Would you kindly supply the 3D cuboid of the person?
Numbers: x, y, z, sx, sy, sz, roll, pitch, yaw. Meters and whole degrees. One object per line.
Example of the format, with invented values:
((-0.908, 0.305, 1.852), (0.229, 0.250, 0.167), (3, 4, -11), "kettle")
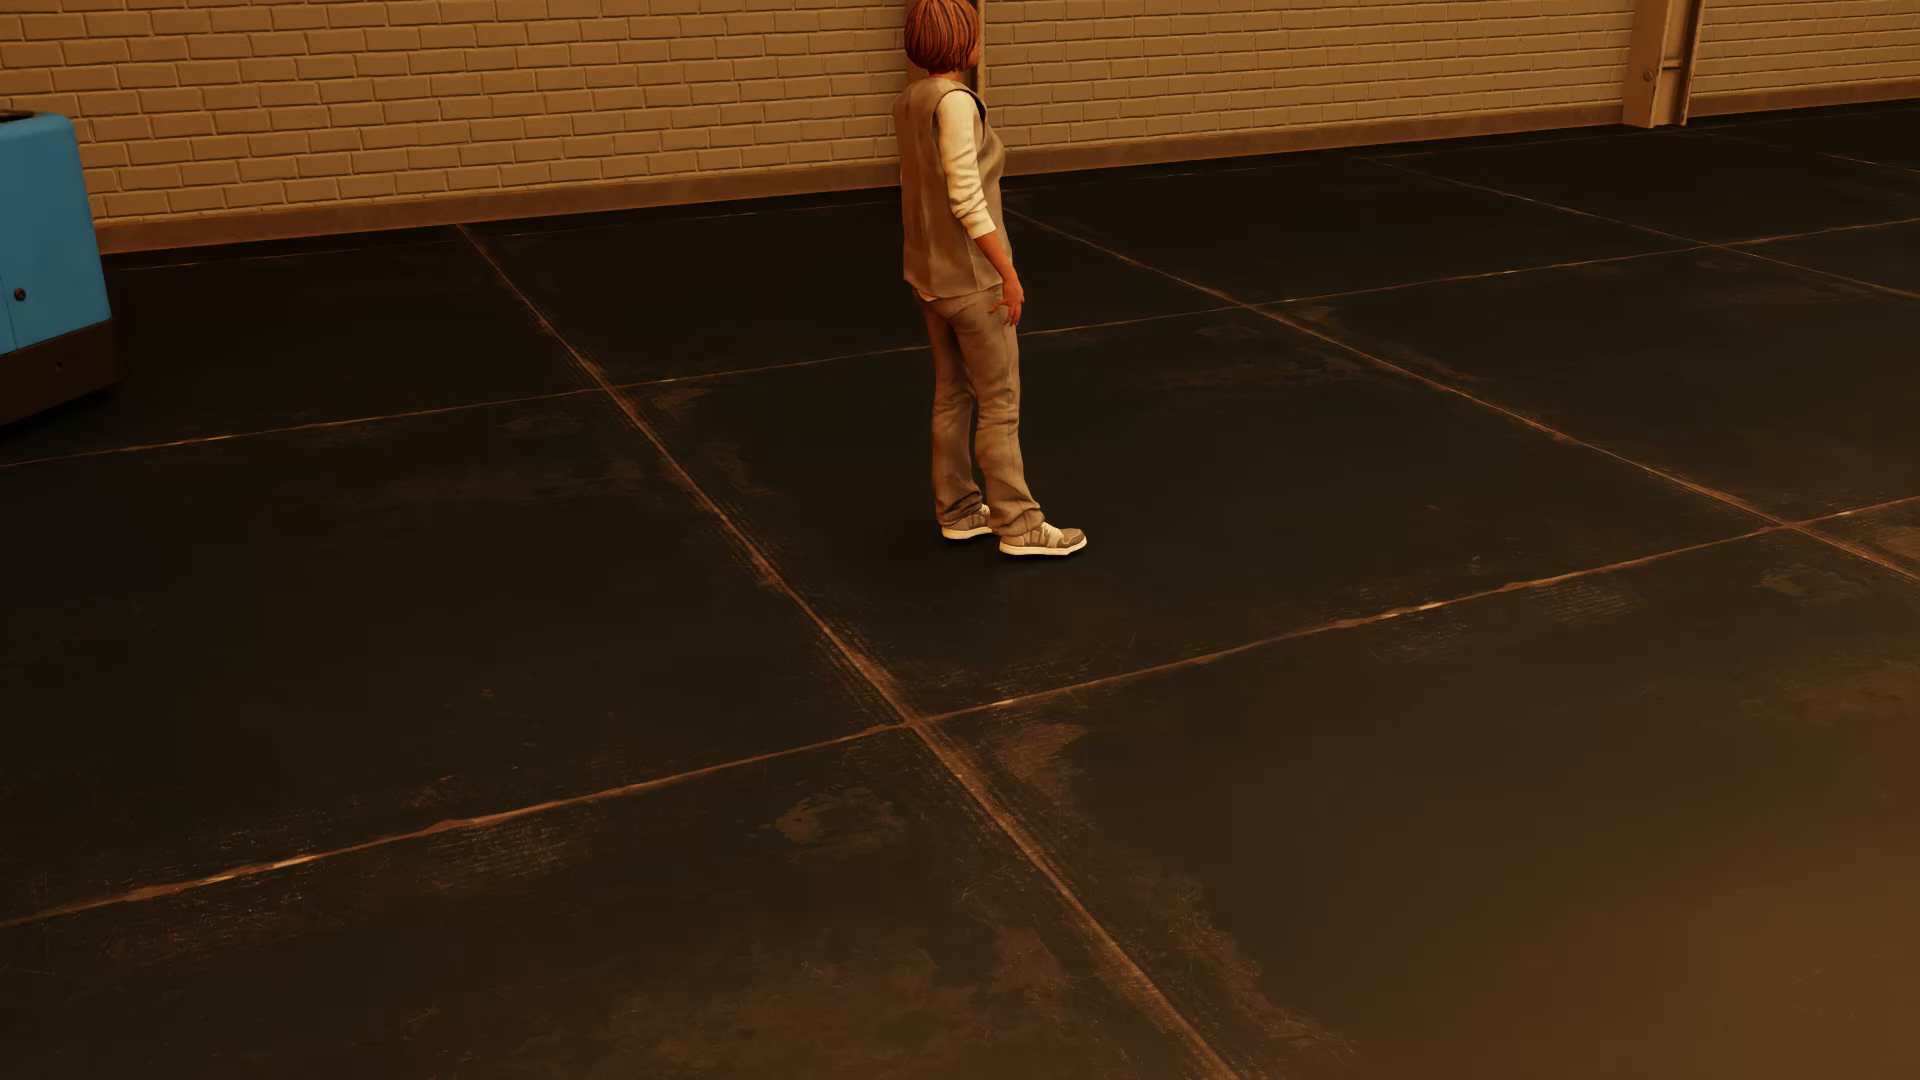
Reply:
((0.073, -0.751, 4.814), (0.475, 1.597, 0.520), (-10, 25, -23), "person")

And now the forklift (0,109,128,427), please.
((-4.790, -1.916, 5.898), (3.031, 2.935, 1.130), (7, 24, 16), "forklift")
